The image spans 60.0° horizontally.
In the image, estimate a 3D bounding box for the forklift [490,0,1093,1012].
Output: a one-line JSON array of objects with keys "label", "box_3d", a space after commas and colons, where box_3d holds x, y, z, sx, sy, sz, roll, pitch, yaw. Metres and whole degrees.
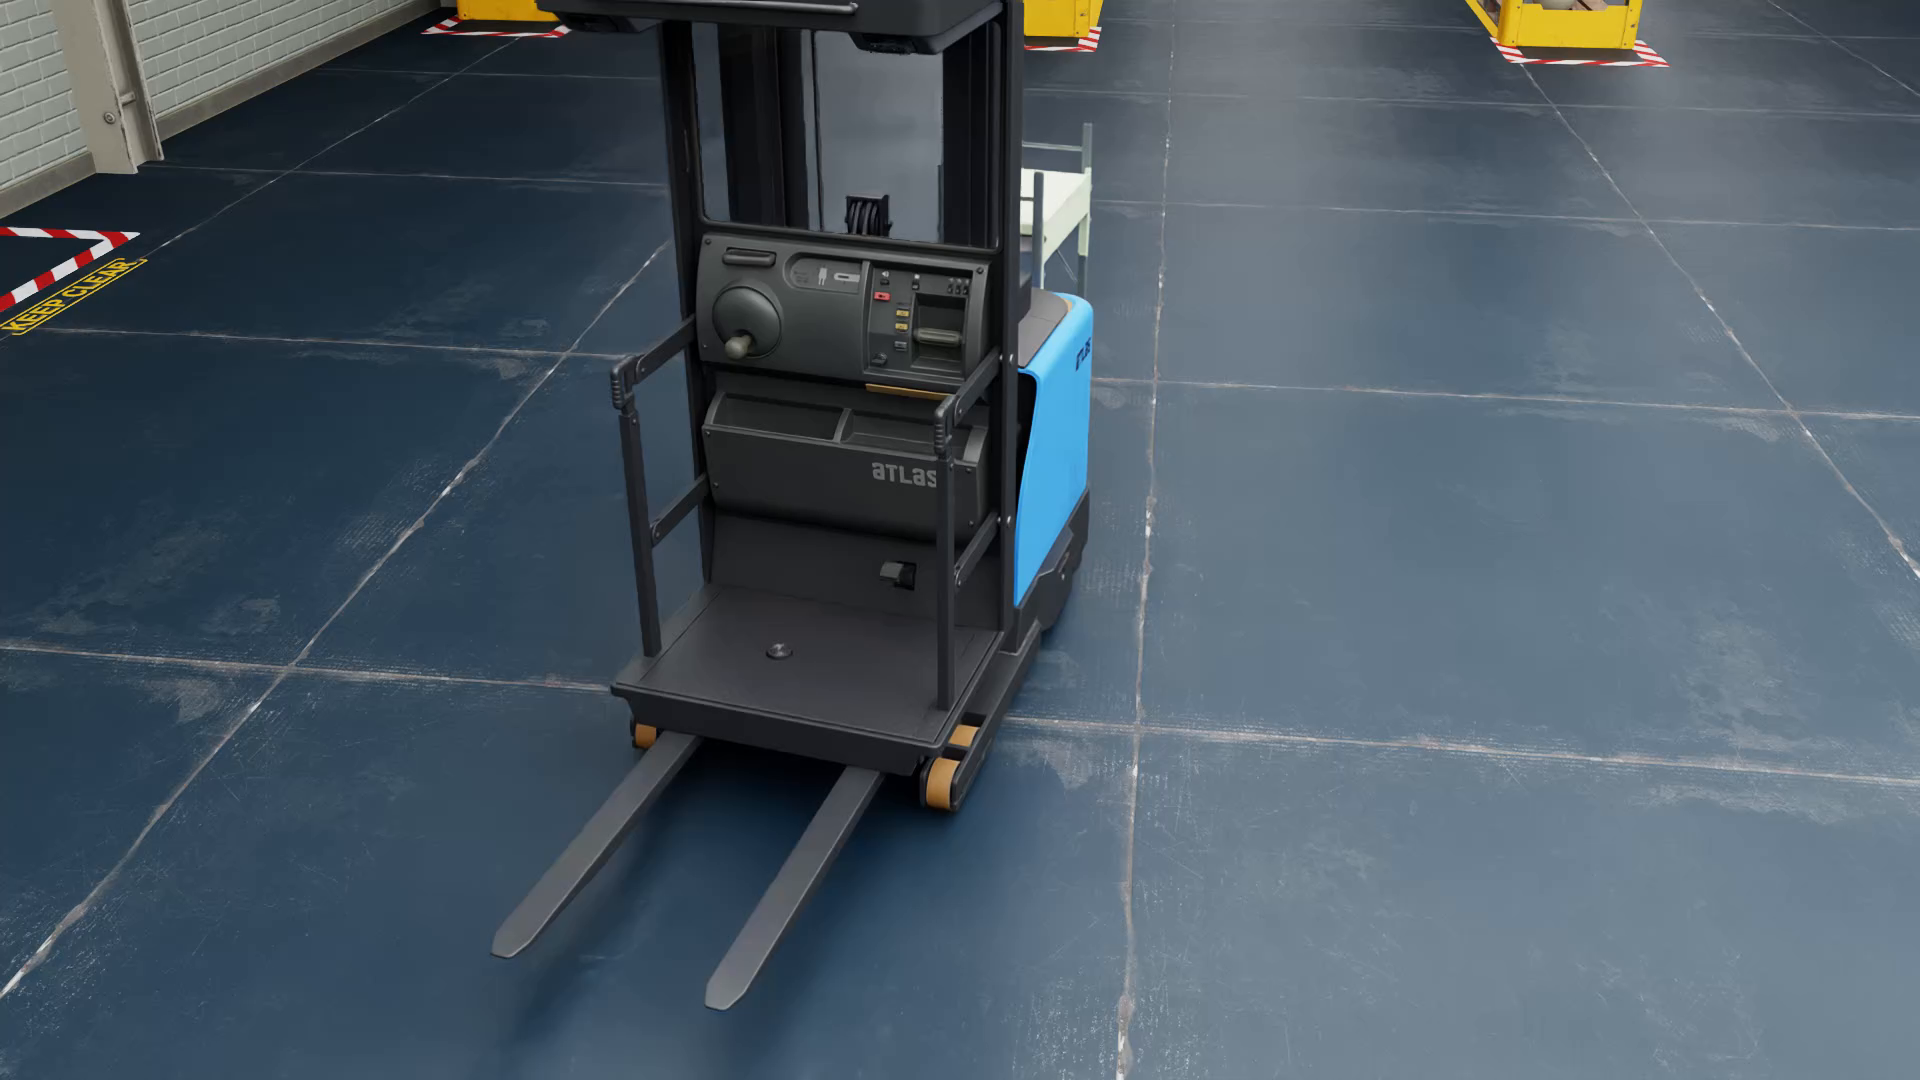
[{"label": "forklift", "box_3d": [-0.431, -0.660, 4.885, 1.130, 2.935, 3.031, 9, 30, 16]}]

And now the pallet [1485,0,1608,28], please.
[{"label": "pallet", "box_3d": [5.608, -4.996, 15.802, 1.003, 0.211, 1.213, 3, 28, 6]}]

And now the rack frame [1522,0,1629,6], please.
[{"label": "rack frame", "box_3d": [5.541, -5.803, 14.360, 1.000, 3.000, 0.127, 3, 28, 6]}]

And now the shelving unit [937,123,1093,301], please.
[{"label": "shelving unit", "box_3d": [0.228, -0.877, 6.797, 0.431, 1.500, 0.755, 9, 30, 16]}]

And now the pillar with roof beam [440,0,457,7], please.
[{"label": "pillar with roof beam", "box_3d": [-0.792, -9.150, 14.246, 9.100, 9.000, 0.400, 3, 28, 6]}]

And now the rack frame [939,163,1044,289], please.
[{"label": "rack frame", "box_3d": [0.115, -0.712, 6.491, 0.400, 1.500, 0.023, 9, 30, 16]}]

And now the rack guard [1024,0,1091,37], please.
[{"label": "rack guard", "box_3d": [0.622, -4.981, 15.469, 1.175, 0.500, 0.348, 3, 28, 6]}]

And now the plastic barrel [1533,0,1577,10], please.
[{"label": "plastic barrel", "box_3d": [5.546, -5.207, 15.433, 0.421, 0.512, 0.421, 0, 28, 0]}]

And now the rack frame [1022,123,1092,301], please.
[{"label": "rack frame", "box_3d": [0.341, -1.043, 7.104, 0.400, 1.500, 0.023, 9, 30, 16]}]

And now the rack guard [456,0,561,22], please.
[{"label": "rack guard", "box_3d": [-4.282, -5.314, 16.087, 1.175, 0.500, 0.348, 3, 28, 6]}]

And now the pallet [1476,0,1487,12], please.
[{"label": "pallet", "box_3d": [5.760, -5.569, 16.865, 1.003, 0.211, 1.213, 3, 28, 6]}]

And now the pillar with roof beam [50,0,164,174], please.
[{"label": "pillar with roof beam", "box_3d": [-1.527, -6.326, 9.004, 9.100, 9.000, 0.400, 3, 28, 6]}]

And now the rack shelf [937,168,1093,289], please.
[{"label": "rack shelf", "box_3d": [0.228, -1.221, 6.612, 0.431, 0.370, 0.720, 9, 30, 16]}]

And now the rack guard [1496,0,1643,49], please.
[{"label": "rack guard", "box_3d": [5.503, -4.741, 15.024, 1.175, 0.500, 0.348, 3, 28, 6]}]
